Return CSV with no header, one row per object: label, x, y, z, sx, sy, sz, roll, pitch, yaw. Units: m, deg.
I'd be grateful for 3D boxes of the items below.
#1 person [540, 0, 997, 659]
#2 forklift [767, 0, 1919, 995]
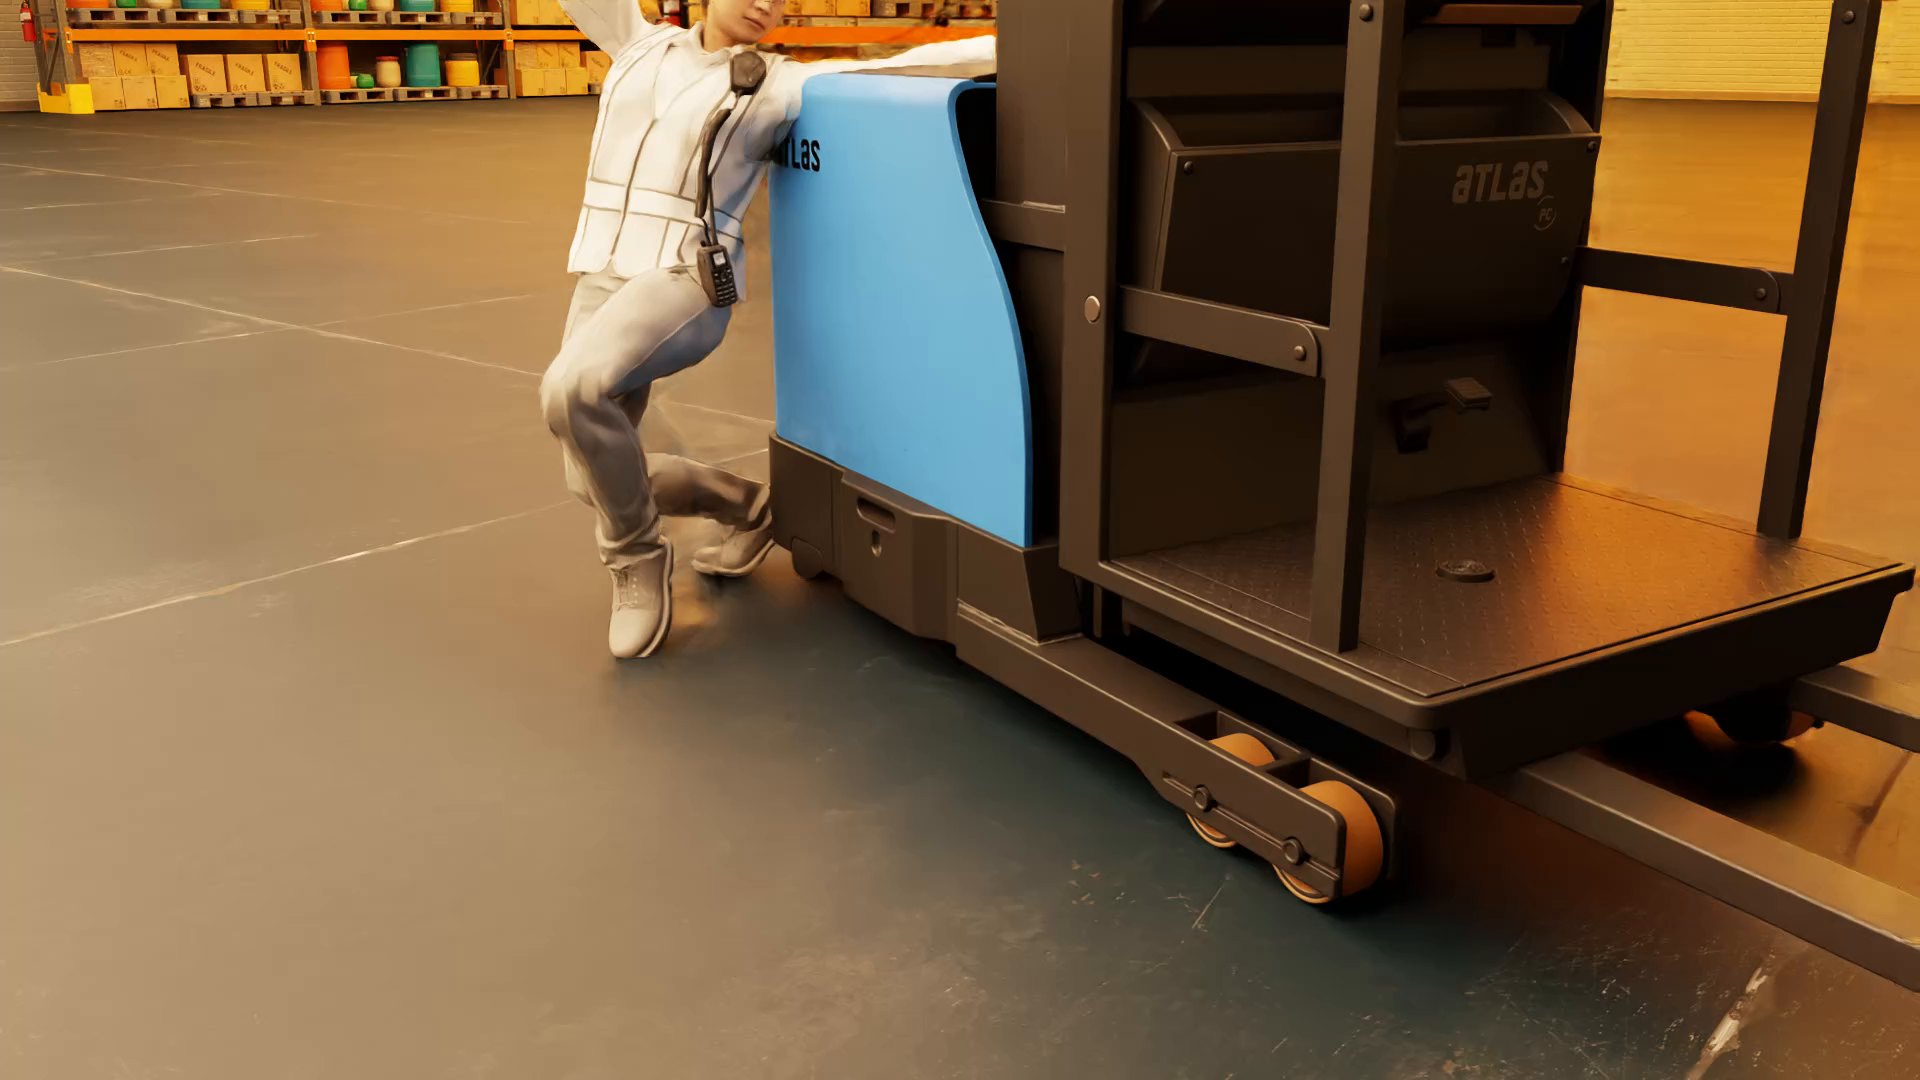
person,-0.391,-0.515,3.158,1.003,1.493,0.825,11,20,32
forklift,0.782,-1.056,2.375,1.130,2.935,3.031,-10,20,-30
